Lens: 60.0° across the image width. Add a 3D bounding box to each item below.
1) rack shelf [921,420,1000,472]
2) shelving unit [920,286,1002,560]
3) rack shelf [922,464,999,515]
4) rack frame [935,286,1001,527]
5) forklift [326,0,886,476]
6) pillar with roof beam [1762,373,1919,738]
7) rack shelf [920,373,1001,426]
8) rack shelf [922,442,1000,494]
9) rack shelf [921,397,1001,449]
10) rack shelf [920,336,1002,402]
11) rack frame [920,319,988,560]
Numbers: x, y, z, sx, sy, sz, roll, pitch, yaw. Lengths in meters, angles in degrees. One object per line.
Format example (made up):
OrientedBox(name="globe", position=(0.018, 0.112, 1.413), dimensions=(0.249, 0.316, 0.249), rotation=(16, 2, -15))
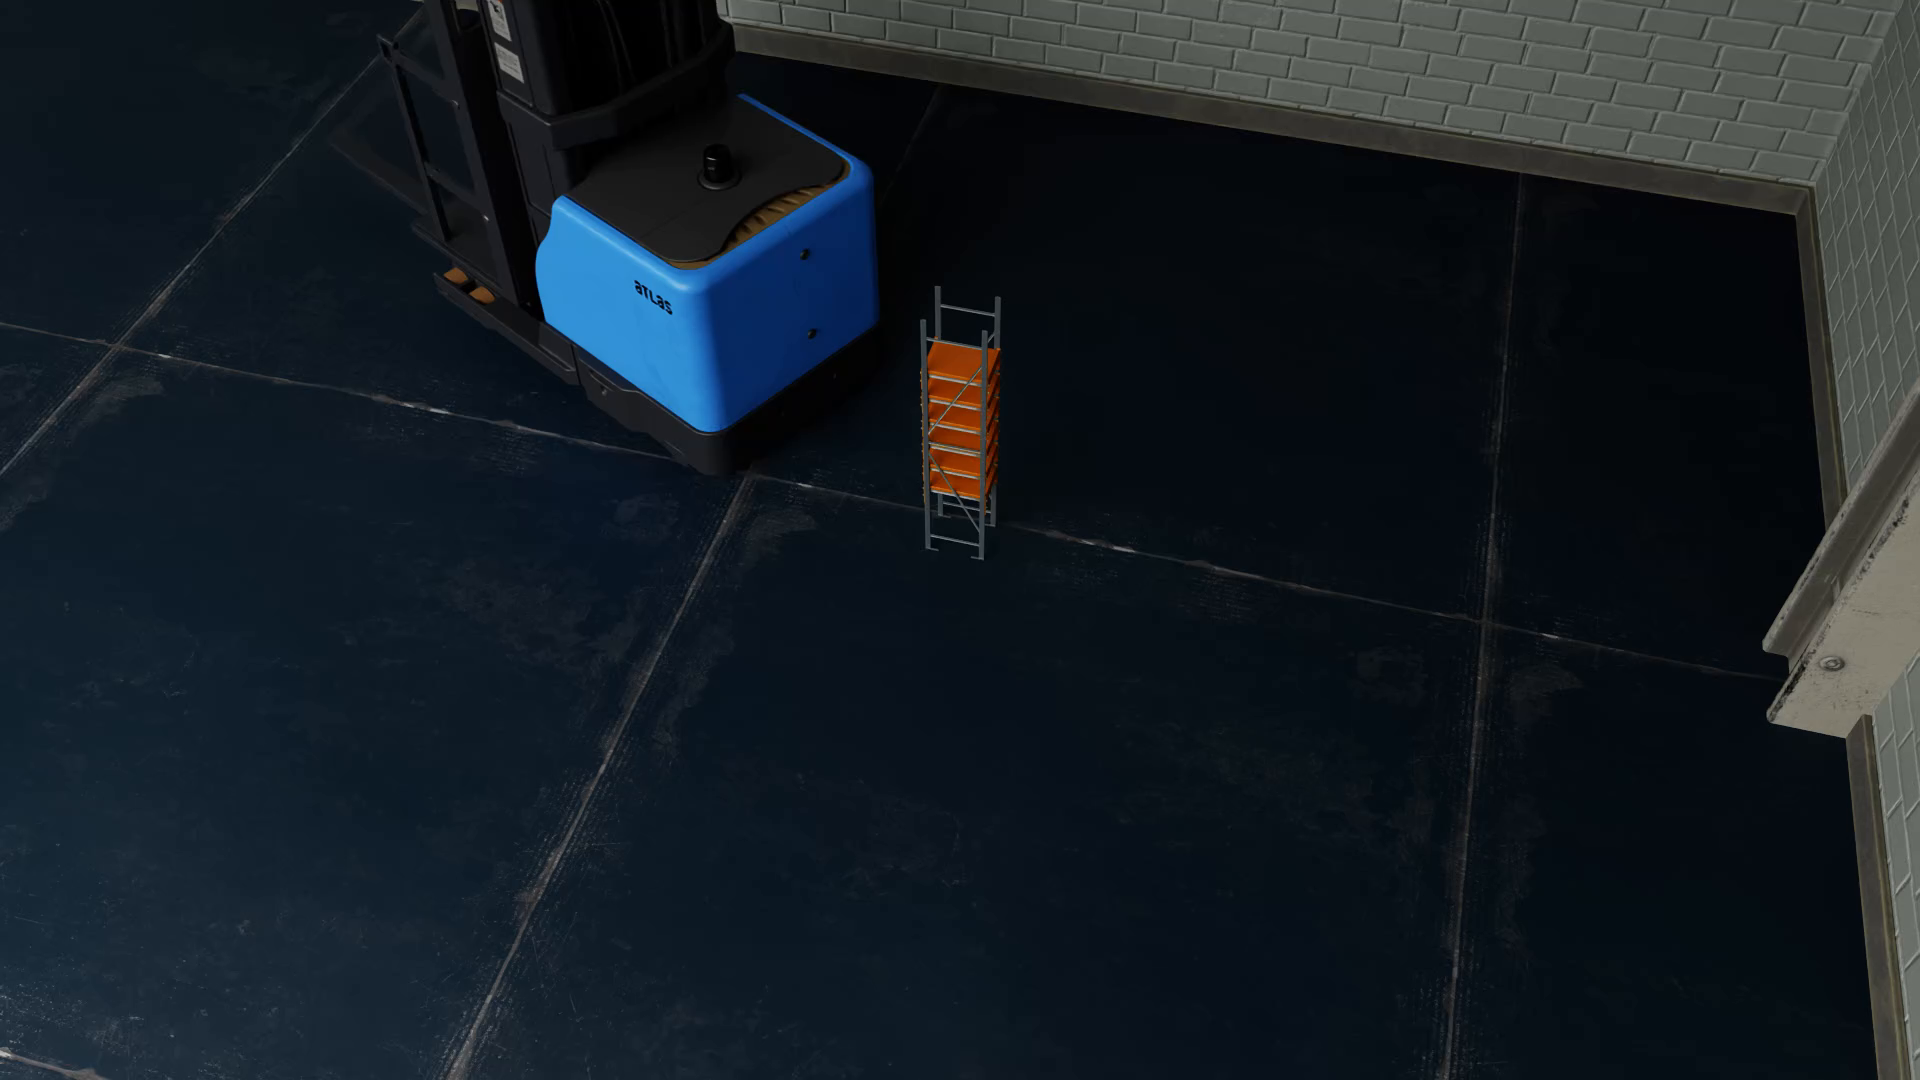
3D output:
OrientedBox(name="rack shelf", position=(0.004, -0.378, 6.262), dimensions=(0.258, 0.103, 0.180), rotation=(12, 50, 10))
OrientedBox(name="shelving unit", position=(0.004, -0.408, 6.228), dimensions=(0.258, 1.200, 0.189), rotation=(12, 50, 10))
OrientedBox(name="rack shelf", position=(0.004, -0.219, 6.441), dimensions=(0.258, 0.103, 0.180), rotation=(12, 50, 10))
OrientedBox(name="rack frame", position=(0.028, -0.474, 6.287), dimensions=(0.240, 1.200, 0.006), rotation=(12, 50, 10))
OrientedBox(name="forklift", position=(-1.751, -2.206, 6.661), dimensions=(3.031, 2.935, 1.130), rotation=(35, 57, 27))
OrientedBox(name="pillar with roof beam", position=(-0.999, -3.275, 3.557), dimensions=(9.100, 9.000, 0.400), rotation=(12, 50, 10))
OrientedBox(name="rack shelf", position=(0.004, -0.537, 6.082), dimensions=(0.258, 0.103, 0.180), rotation=(12, 50, 10))
OrientedBox(name="rack shelf", position=(0.004, -0.299, 6.352), dimensions=(0.258, 0.103, 0.180), rotation=(12, 50, 10))
OrientedBox(name="rack shelf", position=(0.004, -0.458, 6.172), dimensions=(0.258, 0.103, 0.180), rotation=(12, 50, 10))
OrientedBox(name="rack shelf", position=(0.004, -0.616, 5.992), dimensions=(0.258, 0.103, 0.180), rotation=(12, 50, 10))
OrientedBox(name="rack frame", position=(-0.020, -0.341, 6.170), dimensions=(0.240, 1.200, 0.006), rotation=(12, 50, 10))
